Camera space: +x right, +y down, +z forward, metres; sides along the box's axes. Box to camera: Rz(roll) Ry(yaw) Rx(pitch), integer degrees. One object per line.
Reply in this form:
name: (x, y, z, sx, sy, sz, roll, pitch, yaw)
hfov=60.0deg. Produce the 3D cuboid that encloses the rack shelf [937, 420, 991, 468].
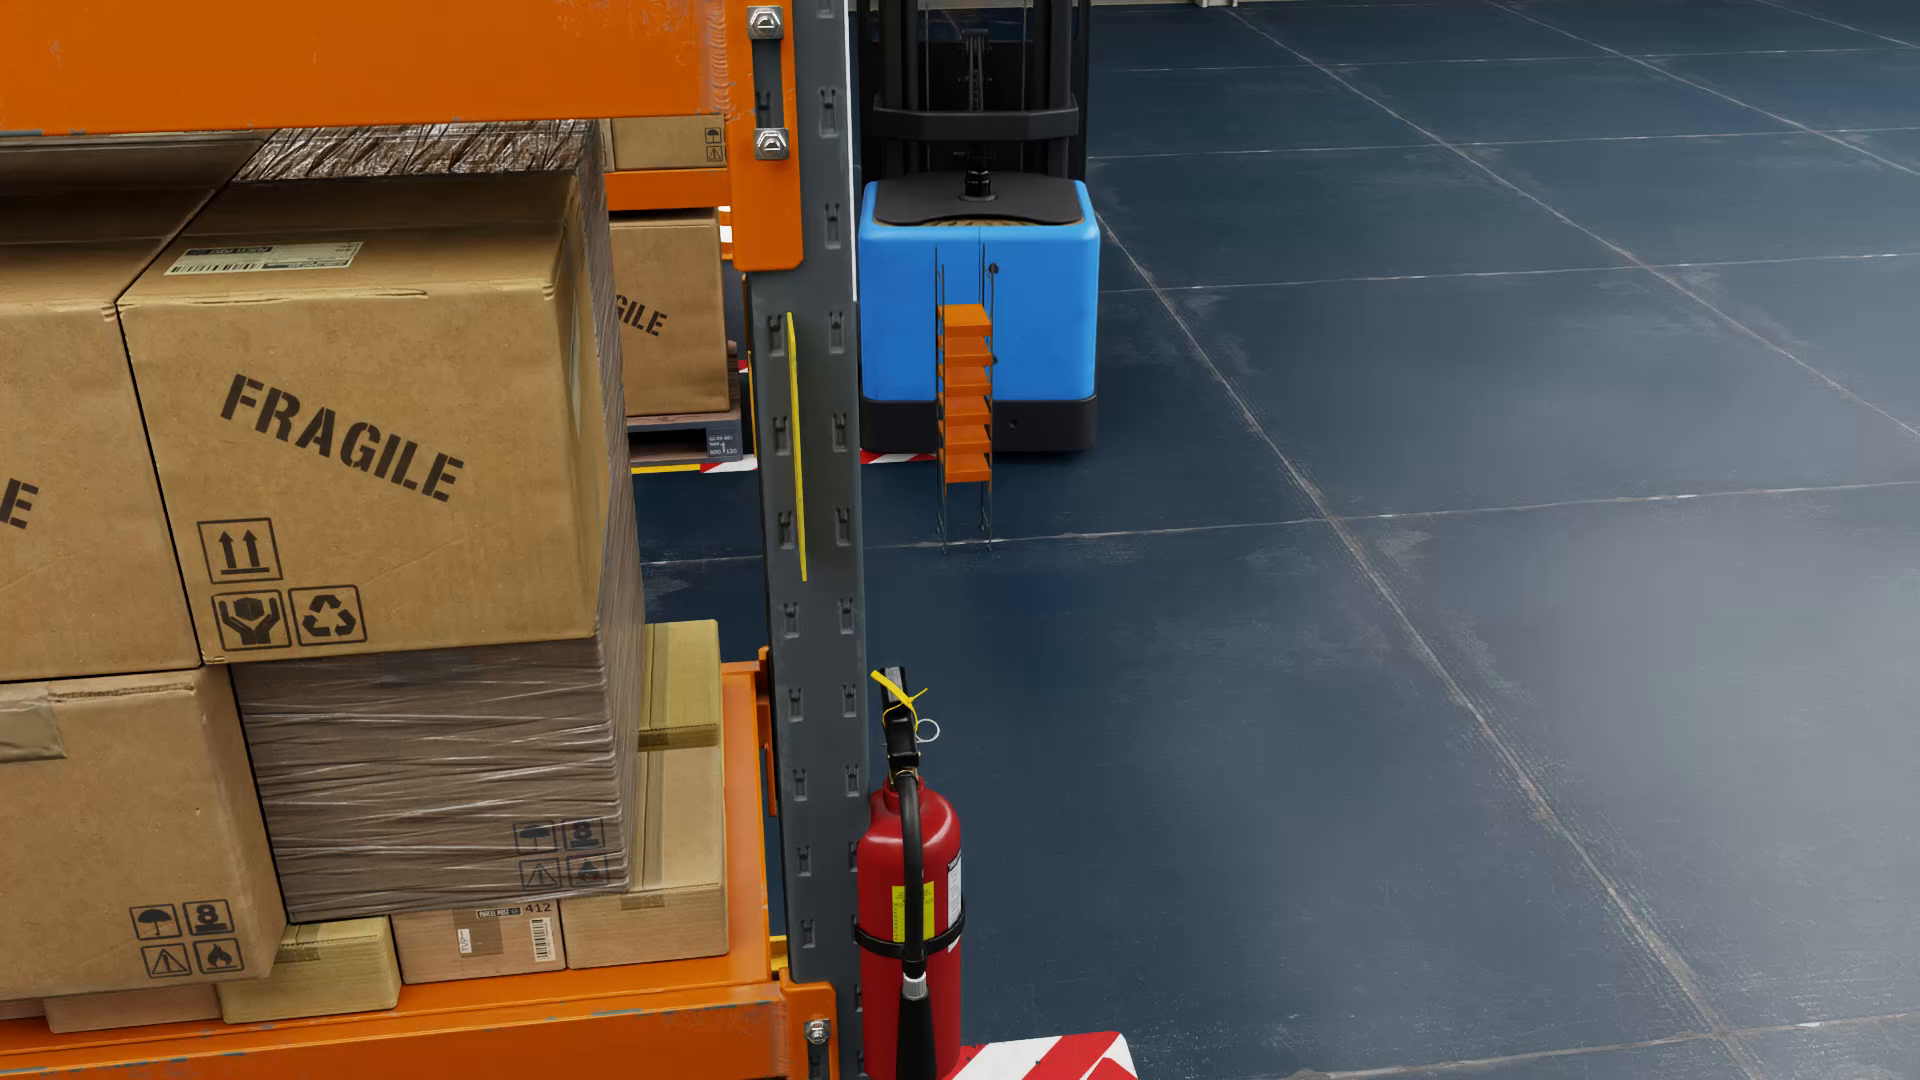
rack shelf: (0.014, -0.388, 6.553, 0.180, 0.103, 0.258, -4, 27, -7)

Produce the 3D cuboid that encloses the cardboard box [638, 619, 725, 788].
cardboard box: (-0.576, 0.313, 3.130, 0.250, 0.149, 0.380, -4, 27, -7)

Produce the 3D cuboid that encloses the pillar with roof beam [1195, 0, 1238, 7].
pillar with roof beam: (3.390, -7.901, 12.291, 0.400, 9.000, 9.100, -4, 27, -7)

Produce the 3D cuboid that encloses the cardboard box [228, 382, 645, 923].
cardboard box: (-0.809, 0.136, 2.763, 0.500, 0.500, 0.875, -4, 27, -7)

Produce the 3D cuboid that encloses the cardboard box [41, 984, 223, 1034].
cardboard box: (-1.252, 0.577, 2.614, 0.250, 0.149, 0.380, -4, 27, -7)

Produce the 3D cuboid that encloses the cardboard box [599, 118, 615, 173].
cardboard box: (-1.754, -1.936, 7.073, 0.550, 0.550, 0.875, -4, 27, -7)

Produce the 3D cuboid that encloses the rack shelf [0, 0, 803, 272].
rack shelf: (-2.241, -0.597, 2.130, 4.000, 0.370, 1.077, -4, 27, -7)

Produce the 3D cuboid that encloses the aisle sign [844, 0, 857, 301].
aisle sign: (-0.157, -0.734, 2.048, 0.004, 0.787, 0.394, -4, 27, -7)

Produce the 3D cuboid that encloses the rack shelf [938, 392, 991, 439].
rack shelf: (0.014, -0.495, 6.498, 0.180, 0.103, 0.258, -4, 27, -7)

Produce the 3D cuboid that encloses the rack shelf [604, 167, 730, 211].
rack shelf: (-2.832, -1.511, 7.197, 4.000, 0.370, 1.077, -4, 27, -7)

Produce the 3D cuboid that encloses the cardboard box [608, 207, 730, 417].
cardboard box: (-1.514, -1.127, 7.527, 0.875, 0.875, 0.875, -4, 27, -7)

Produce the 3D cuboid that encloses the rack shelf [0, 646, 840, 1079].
rack shelf: (-2.241, 0.738, 2.814, 4.000, 0.370, 1.077, -4, 27, -7)

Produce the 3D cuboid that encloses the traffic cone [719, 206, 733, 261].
traffic cone: (-1.396, -1.970, 10.083, 0.334, 0.463, 0.336, -4, 27, -7)

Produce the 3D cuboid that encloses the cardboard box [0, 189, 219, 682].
cardboard box: (-1.265, -0.150, 2.226, 0.500, 0.500, 0.500, -4, 27, -7)

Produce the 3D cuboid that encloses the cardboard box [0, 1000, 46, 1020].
cardboard box: (-1.505, 0.575, 2.620, 0.250, 0.149, 0.380, -4, 27, -7)

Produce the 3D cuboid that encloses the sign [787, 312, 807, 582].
sign: (-0.203, -0.113, 2.070, 0.005, 0.325, 0.100, -4, 27, -7)

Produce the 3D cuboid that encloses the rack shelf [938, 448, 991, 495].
rack shelf: (0.014, -0.282, 6.608, 0.180, 0.103, 0.258, -4, 27, -7)

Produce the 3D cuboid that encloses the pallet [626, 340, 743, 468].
pallet: (-1.632, -0.631, 7.749, 1.213, 0.211, 1.003, -4, 27, -7)

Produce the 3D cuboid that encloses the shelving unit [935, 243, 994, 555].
shelving unit: (0.014, -0.535, 6.478, 0.189, 1.200, 0.258, -4, 27, -7)

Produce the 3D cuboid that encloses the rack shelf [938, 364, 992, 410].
rack shelf: (0.014, -0.602, 6.443, 0.180, 0.103, 0.258, -4, 27, -7)

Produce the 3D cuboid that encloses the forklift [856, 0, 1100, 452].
forklift: (0.060, -2.321, 8.062, 1.130, 2.935, 3.031, 0, 27, -1)

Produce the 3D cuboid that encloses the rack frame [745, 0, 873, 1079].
rack frame: (-0.261, 0.289, 2.901, 0.053, 2.616, 0.949, -4, 27, -7)

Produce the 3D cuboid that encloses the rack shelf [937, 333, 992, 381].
rack shelf: (0.014, -0.709, 6.389, 0.180, 0.103, 0.258, -4, 27, -7)

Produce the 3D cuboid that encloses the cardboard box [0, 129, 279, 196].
cardboard box: (-1.339, -0.391, 2.695, 0.500, 0.500, 0.500, -4, 27, -7)

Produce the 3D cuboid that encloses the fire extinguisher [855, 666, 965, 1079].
fire extinguisher: (-0.083, 0.526, 2.524, 0.183, 0.674, 0.296, -4, 27, -7)

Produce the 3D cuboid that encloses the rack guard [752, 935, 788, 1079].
rack guard: (-0.336, 1.408, 3.459, 0.348, 0.500, 1.175, -4, 27, -7)

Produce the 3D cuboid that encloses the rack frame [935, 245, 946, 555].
rack frame: (-0.076, -0.529, 6.467, 0.006, 1.200, 0.240, -4, 27, -7)

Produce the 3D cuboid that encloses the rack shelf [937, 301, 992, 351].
rack shelf: (0.014, -0.816, 6.334, 0.180, 0.103, 0.258, -4, 27, -7)

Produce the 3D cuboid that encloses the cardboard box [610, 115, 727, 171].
cardboard box: (-1.212, -1.981, 7.160, 0.550, 0.550, 0.875, -4, 27, -7)

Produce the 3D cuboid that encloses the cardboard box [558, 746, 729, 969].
cardboard box: (-0.514, 0.514, 2.738, 0.250, 0.149, 0.380, -4, 27, -7)

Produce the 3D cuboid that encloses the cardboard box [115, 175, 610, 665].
cardboard box: (-0.771, -0.184, 2.293, 0.500, 0.500, 0.500, -4, 27, -7)

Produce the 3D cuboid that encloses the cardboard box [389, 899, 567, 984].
cardboard box: (-0.761, 0.529, 2.708, 0.250, 0.149, 0.380, -4, 27, -7)

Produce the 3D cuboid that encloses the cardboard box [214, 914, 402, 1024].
cardboard box: (-1.002, 0.569, 2.631, 0.250, 0.149, 0.380, -4, 27, -7)

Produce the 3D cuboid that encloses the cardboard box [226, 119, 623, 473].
cardboard box: (-0.843, -0.419, 2.751, 0.500, 0.500, 0.500, -4, 27, -7)

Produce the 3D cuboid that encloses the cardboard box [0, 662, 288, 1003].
cardboard box: (-1.287, 0.222, 2.596, 0.500, 0.500, 0.875, -4, 27, -7)

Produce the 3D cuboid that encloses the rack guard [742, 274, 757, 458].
rack guard: (-0.828, -0.848, 7.854, 0.348, 0.500, 1.175, -4, 27, -7)

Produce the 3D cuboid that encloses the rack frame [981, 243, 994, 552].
rack frame: (0.105, -0.541, 6.489, 0.006, 1.200, 0.240, -4, 27, -7)
